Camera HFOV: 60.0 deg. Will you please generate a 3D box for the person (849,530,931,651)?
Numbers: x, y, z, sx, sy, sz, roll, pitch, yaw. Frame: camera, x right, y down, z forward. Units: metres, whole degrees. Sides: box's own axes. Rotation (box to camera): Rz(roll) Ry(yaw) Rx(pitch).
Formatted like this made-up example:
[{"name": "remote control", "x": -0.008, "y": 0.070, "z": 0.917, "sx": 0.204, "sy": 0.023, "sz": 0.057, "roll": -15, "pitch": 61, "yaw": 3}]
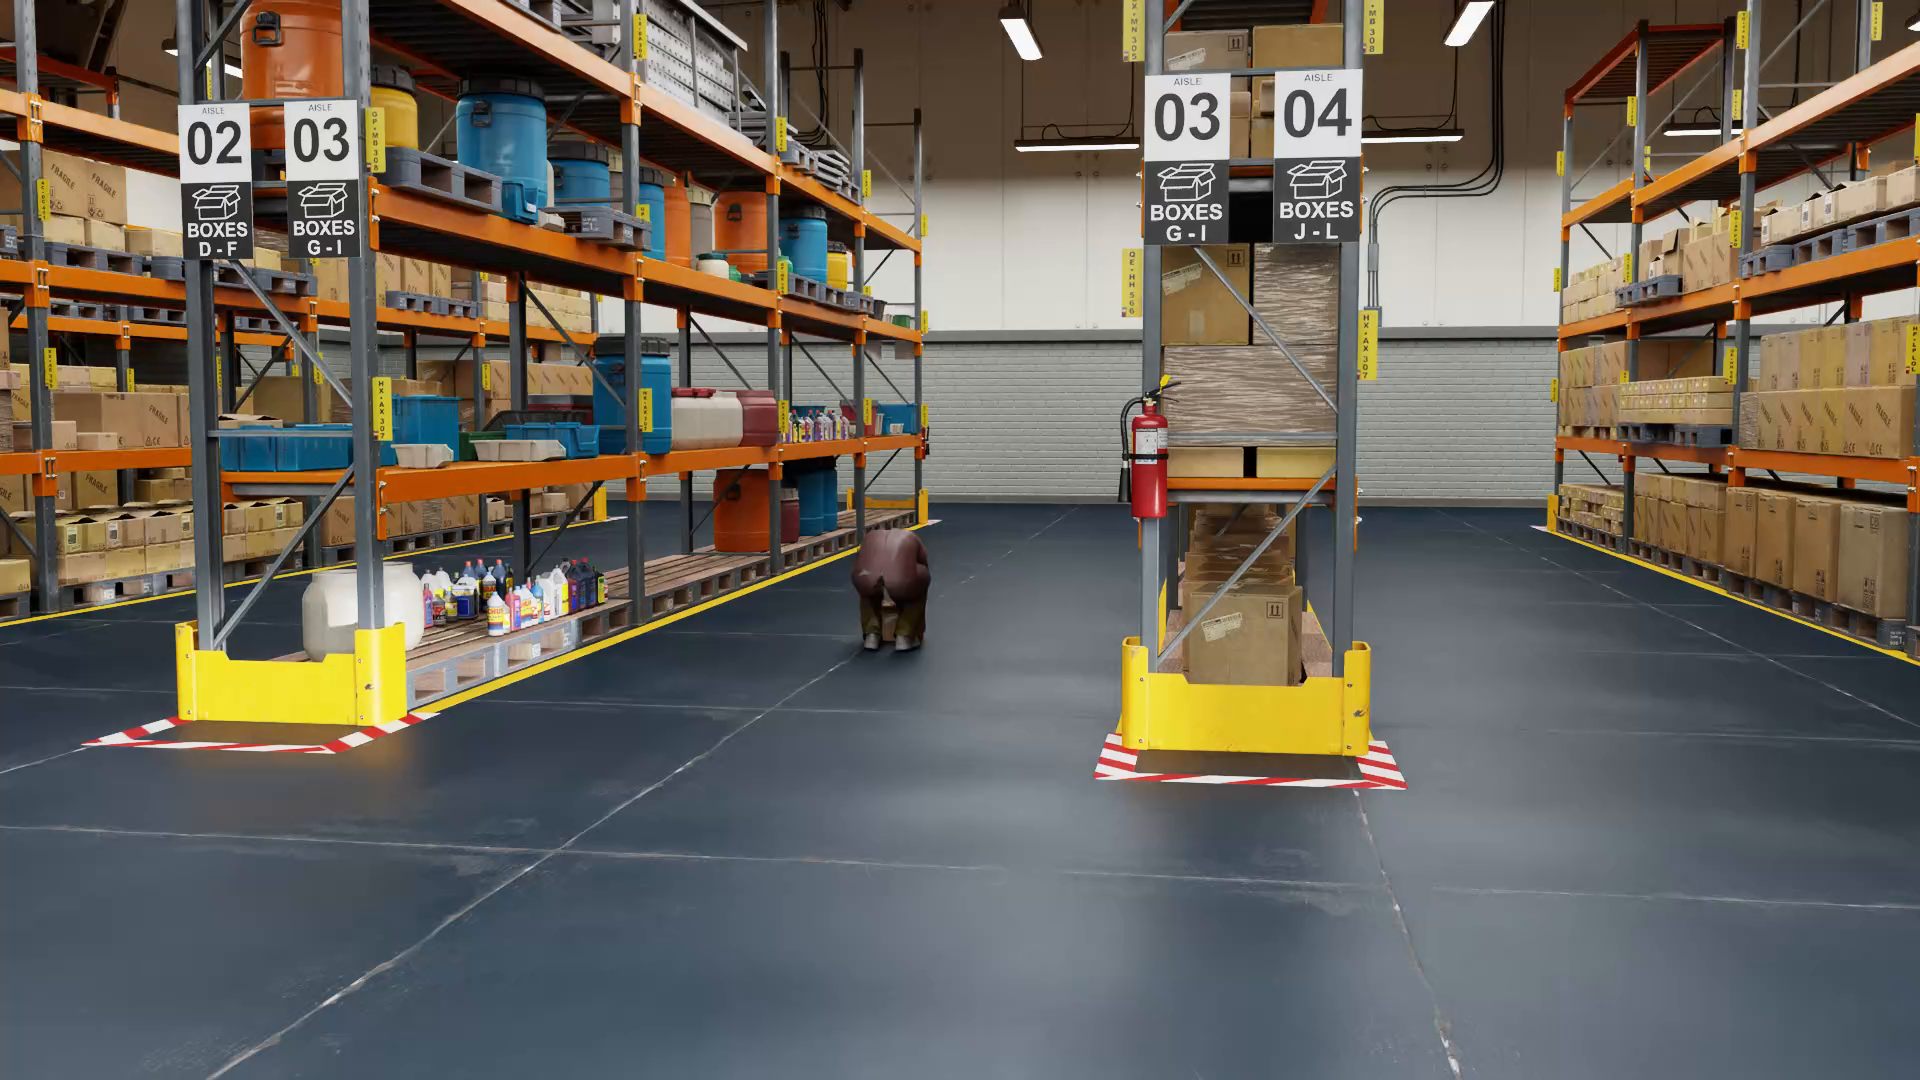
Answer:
[{"name": "person", "x": -0.472, "y": 0.345, "z": 11.586, "sx": 0.573, "sy": 0.826, "sz": 0.945, "roll": 1, "pitch": 4, "yaw": 7}]
